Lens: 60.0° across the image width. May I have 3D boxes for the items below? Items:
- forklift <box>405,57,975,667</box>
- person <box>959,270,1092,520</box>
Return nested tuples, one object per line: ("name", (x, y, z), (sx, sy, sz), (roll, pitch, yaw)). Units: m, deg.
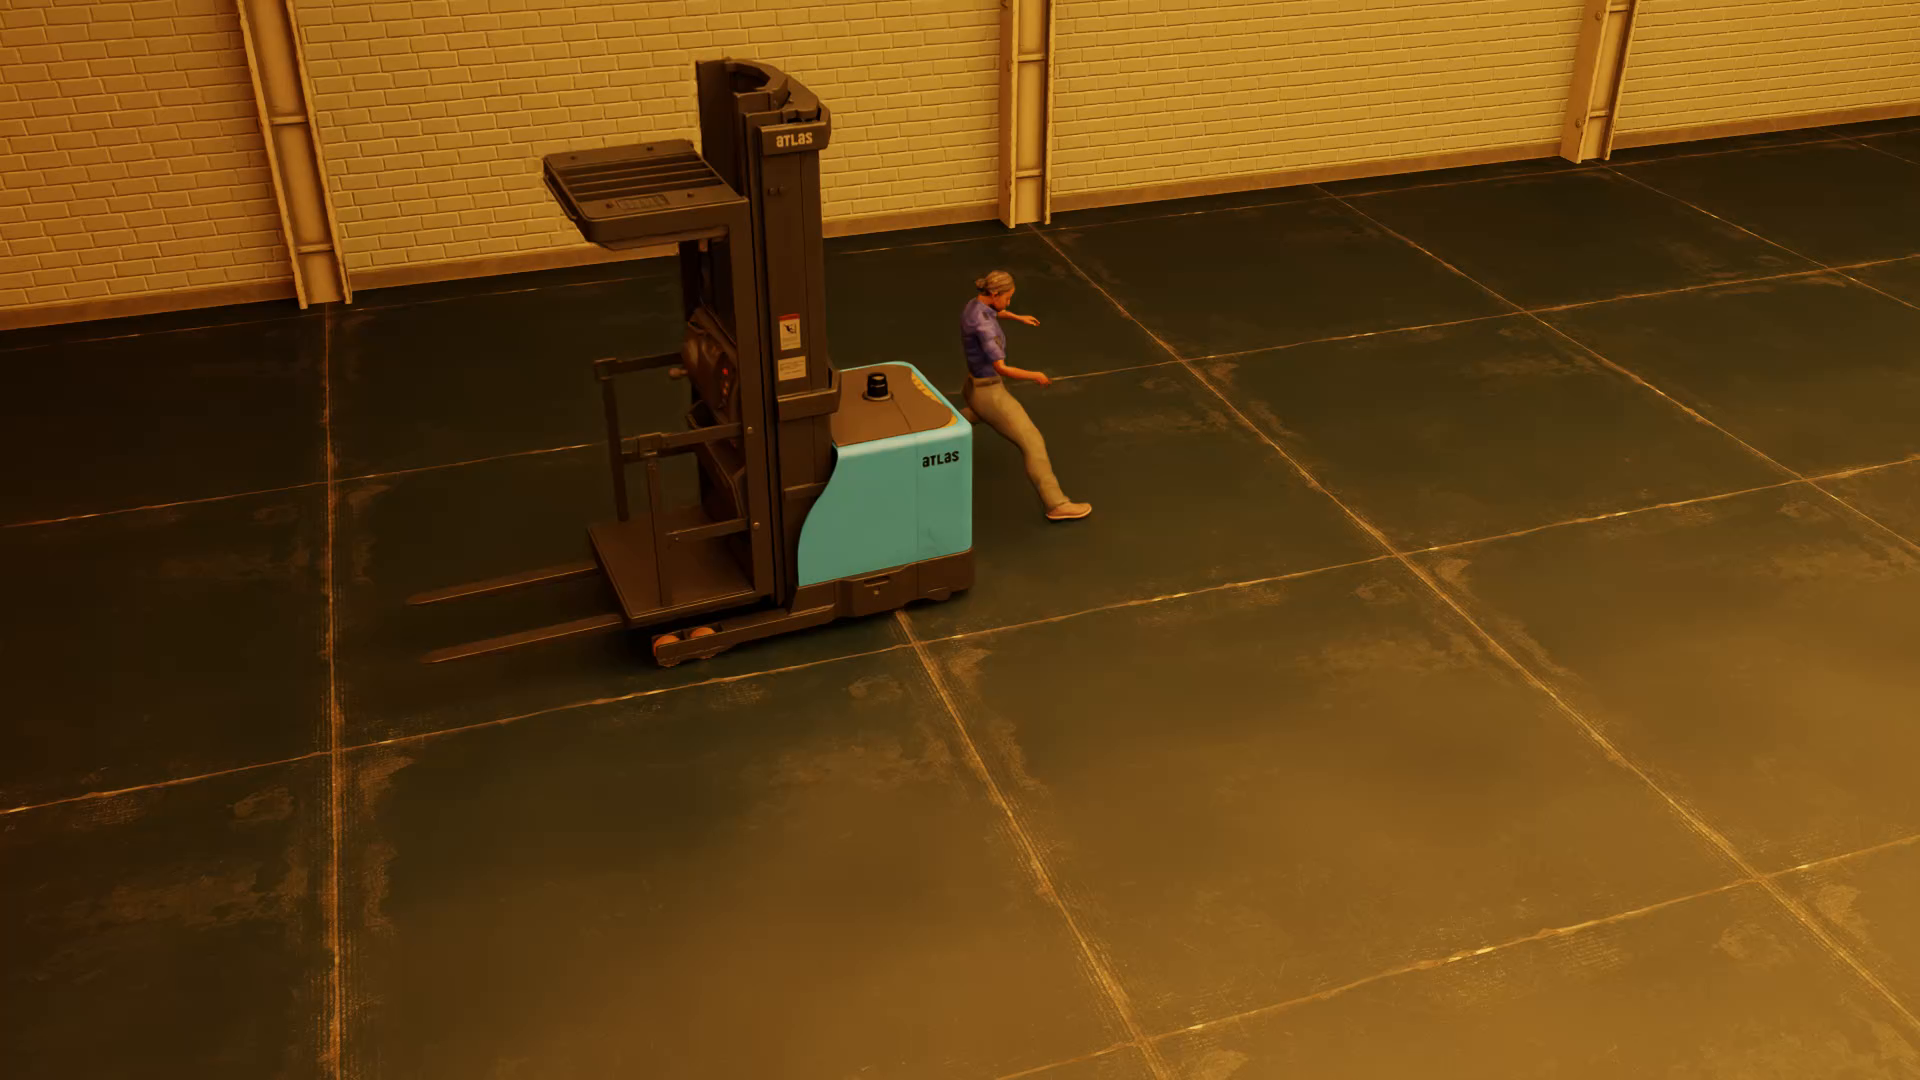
("forklift", (-1.484, -0.895, 8.642), (3.031, 2.935, 1.130), (-12, 32, -20))
("person", (0.274, -0.992, 10.311), (0.911, 1.463, 1.176), (-5, 30, -9))
